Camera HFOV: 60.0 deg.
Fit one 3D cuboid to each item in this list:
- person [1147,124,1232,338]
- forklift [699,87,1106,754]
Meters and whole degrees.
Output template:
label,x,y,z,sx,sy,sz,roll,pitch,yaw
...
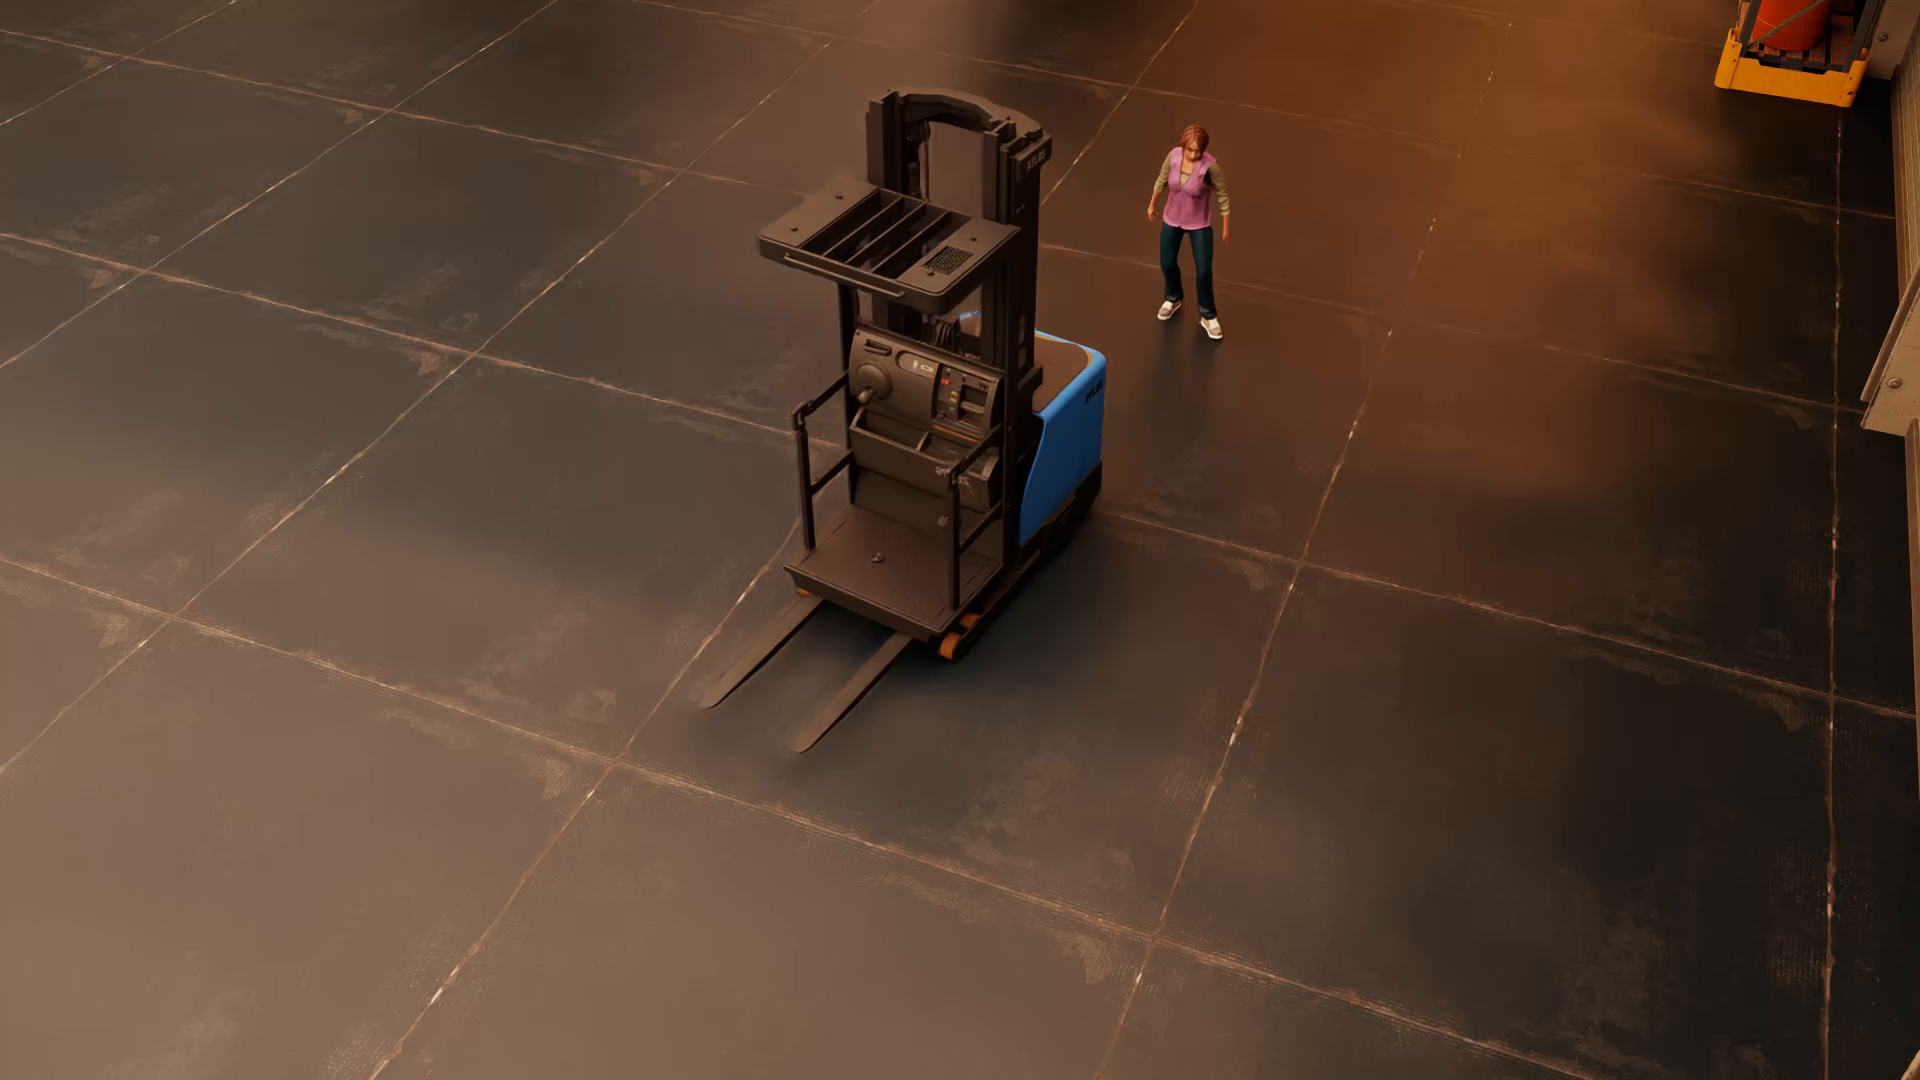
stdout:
label,x,y,z,sx,sy,sz,roll,pitch,yaw
person,1.634,-2.223,11.734,0.726,1.569,0.379,19,44,22
forklift,-0.314,-0.782,8.940,1.130,2.935,3.031,22,45,24
